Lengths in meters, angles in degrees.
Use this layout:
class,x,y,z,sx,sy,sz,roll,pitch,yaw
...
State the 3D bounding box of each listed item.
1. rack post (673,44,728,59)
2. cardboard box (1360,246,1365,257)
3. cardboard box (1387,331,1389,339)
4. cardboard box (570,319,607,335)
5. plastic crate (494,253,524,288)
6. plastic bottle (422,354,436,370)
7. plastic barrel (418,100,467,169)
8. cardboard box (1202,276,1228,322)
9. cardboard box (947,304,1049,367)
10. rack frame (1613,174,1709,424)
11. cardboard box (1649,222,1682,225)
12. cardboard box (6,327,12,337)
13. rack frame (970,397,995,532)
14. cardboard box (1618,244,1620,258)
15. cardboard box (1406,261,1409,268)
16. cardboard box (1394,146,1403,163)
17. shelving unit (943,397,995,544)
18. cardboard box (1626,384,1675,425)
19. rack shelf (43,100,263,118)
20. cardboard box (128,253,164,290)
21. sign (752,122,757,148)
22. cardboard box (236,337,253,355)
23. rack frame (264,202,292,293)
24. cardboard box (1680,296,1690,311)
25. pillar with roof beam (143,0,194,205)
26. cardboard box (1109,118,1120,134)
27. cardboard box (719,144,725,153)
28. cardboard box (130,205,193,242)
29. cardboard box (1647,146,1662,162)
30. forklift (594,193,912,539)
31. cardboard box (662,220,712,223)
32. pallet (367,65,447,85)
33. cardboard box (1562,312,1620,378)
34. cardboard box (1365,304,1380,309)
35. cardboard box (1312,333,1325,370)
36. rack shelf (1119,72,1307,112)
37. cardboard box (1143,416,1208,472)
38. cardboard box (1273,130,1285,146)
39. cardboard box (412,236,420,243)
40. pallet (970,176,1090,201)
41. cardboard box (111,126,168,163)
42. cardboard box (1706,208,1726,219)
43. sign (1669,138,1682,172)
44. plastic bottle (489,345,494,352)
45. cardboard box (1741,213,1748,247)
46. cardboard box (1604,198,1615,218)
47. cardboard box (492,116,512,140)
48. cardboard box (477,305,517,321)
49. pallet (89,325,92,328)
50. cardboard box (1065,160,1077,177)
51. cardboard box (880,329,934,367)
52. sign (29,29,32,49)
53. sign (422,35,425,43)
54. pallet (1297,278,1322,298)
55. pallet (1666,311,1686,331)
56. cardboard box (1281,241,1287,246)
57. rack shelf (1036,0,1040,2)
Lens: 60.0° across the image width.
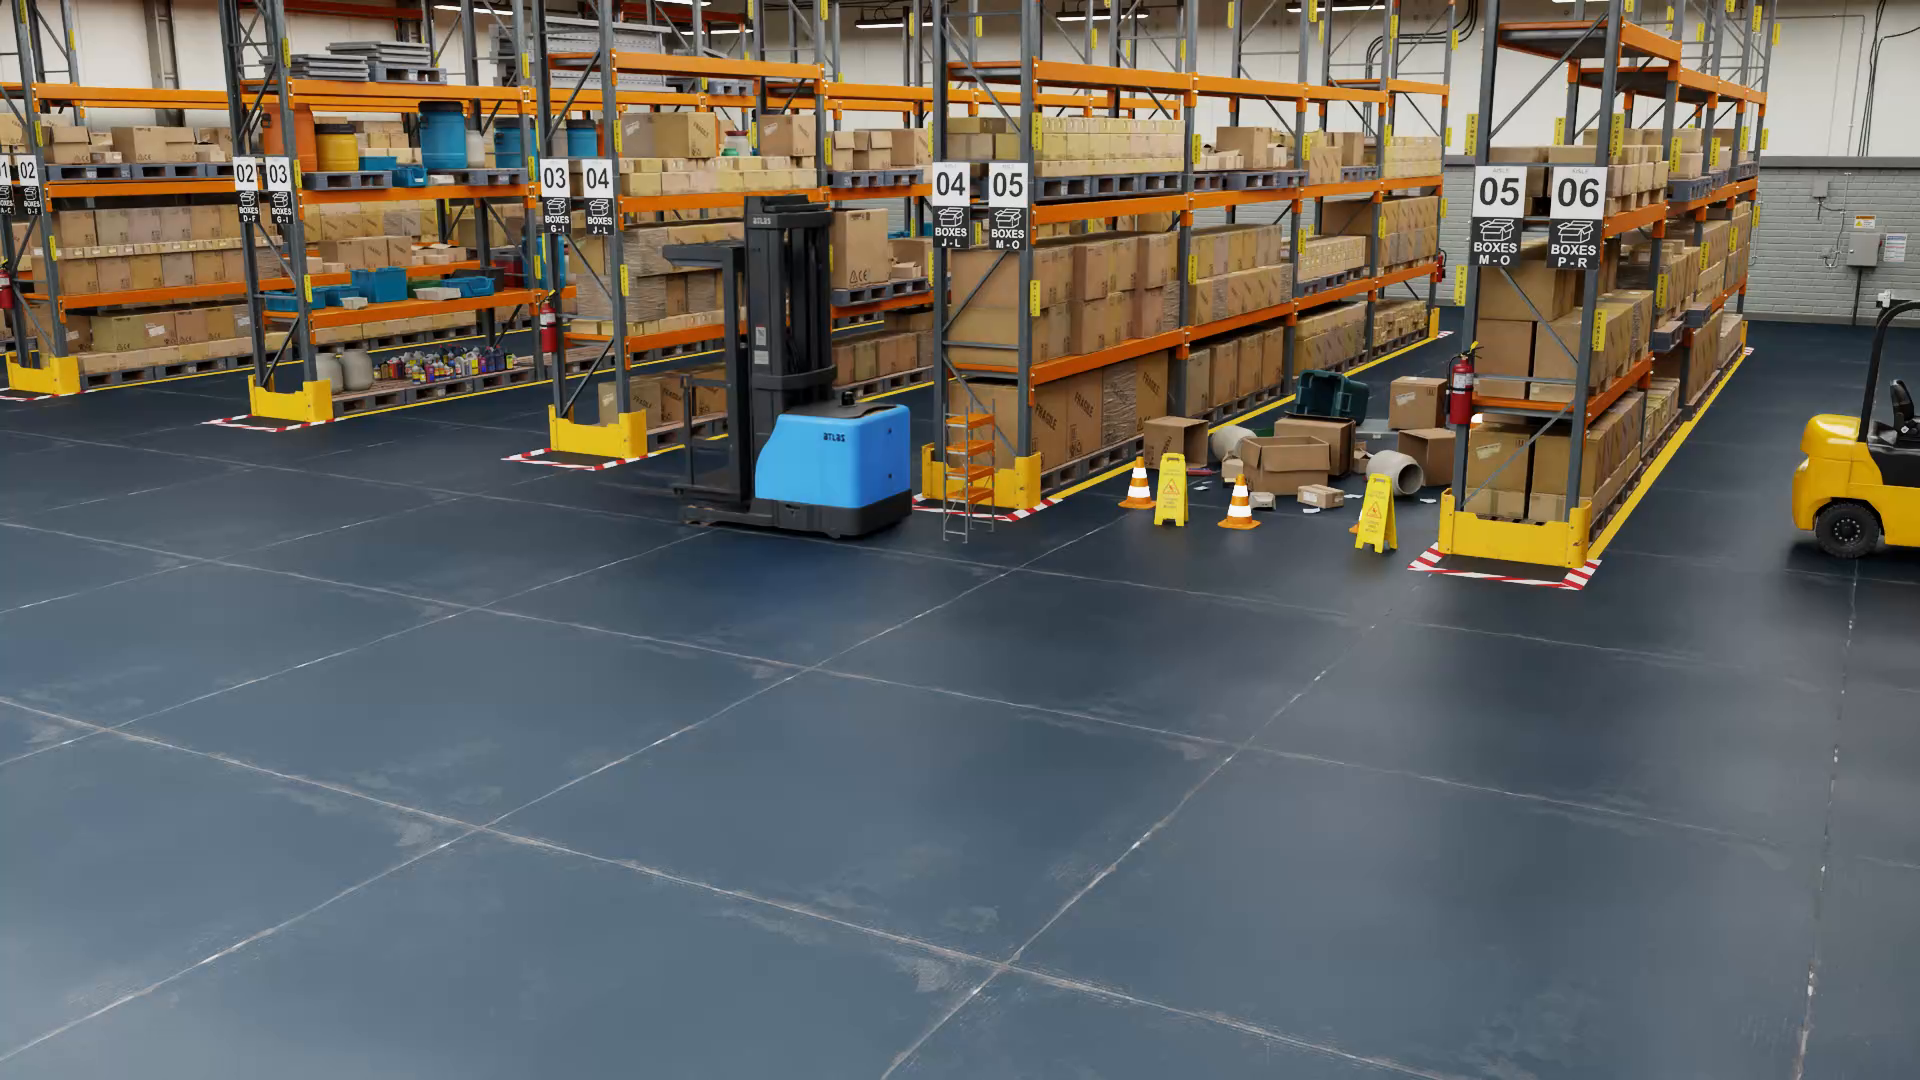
class,x,y,z,sx,sy,sz,roll,pitch,yaw
rack post,-4.258,-7.970,27.292,0.624,0.289,0.986,7,15,28
cardboard box,5.994,-4.431,25.520,0.380,0.149,0.250,8,16,30
cardboard box,6.853,-3.394,27.397,0.380,0.149,0.250,7,15,26
cardboard box,-4.123,-2.389,18.580,0.380,0.149,0.250,7,15,28
plastic crate,-6.516,-3.976,24.491,0.402,0.464,0.583,7,15,28
plastic bottle,-7.391,-2.445,23.148,0.152,0.276,0.135,7,15,28
plastic barrel,-7.057,-5.525,22.686,0.600,0.901,0.708,7,15,28
cardboard box,2.880,-2.897,19.937,0.500,0.500,0.500,8,15,28
cardboard box,0.352,-2.001,16.113,0.875,0.550,0.550,7,15,28
rack frame,8.462,-2.948,20.362,1.000,3.000,0.127,7,15,28
cardboard box,9.465,-4.036,22.526,0.500,0.500,0.500,7,15,27
cardboard box,-15.946,-3.436,27.529,0.380,0.149,0.250,6,15,24
rack frame,0.198,-0.667,14.741,0.240,1.200,0.015,7,15,28
cardboard box,6.876,-3.103,17.877,0.380,0.149,0.250,7,15,26
cardboard box,7.337,-4.654,27.974,0.380,0.149,0.250,7,15,26
cardboard box,6.702,-6.110,26.332,0.500,0.250,0.500,7,15,28
shelving unit,0.080,-0.617,14.534,0.258,1.200,0.503,7,15,28
cardboard box,7.831,-1.608,19.513,0.950,0.372,0.625,7,15,27
rack shelf,-14.188,-7.716,29.729,1.077,0.370,4.000,7,15,28
cardboard box,-12.019,-3.905,24.118,0.700,0.500,0.500,7,15,28
sign,-2.634,-5.213,21.414,0.100,0.325,0.005,7,15,28
cardboard box,-11.100,-3.019,25.628,0.500,0.250,0.500,7,15,28
rack frame,-13.221,-5.754,32.003,1.000,3.000,0.127,7,15,28
cardboard box,8.111,-2.707,19.003,0.380,0.149,0.250,8,16,29
pillar with roof beam,-10.838,-8.014,28.576,9.100,9.000,0.400,7,15,28
cardboard box,1.392,-4.169,16.751,0.380,0.149,0.250,8,16,29
cardboard box,-5.282,-8.227,35.110,0.500,0.250,0.500,7,15,28
cardboard box,-11.754,-4.652,24.448,0.700,0.500,0.500,7,15,28
cardboard box,6.293,-3.588,15.451,0.380,0.149,0.250,8,16,30
forklift,-1.988,-1.655,15.145,3.031,2.935,1.130,7,15,26
cardboard box,-3.301,-3.557,19.905,0.500,0.500,0.500,7,15,28
pallet,-7.445,-6.018,21.552,1.003,0.211,1.213,7,15,28
cardboard box,5.314,-1.672,14.222,0.500,0.500,0.500,8,16,30
cardboard box,6.945,-3.944,28.412,0.380,0.149,0.250,8,16,30
cardboard box,4.885,-2.697,23.757,0.500,0.500,0.500,8,15,29
rack shelf,3.113,-5.450,20.328,1.077,0.370,4.000,7,15,28
cardboard box,2.294,-1.019,17.687,0.500,0.500,0.500,11,17,38
cardboard box,4.283,-5.586,23.059,0.396,0.266,0.258,7,15,28
cardboard box,-11.469,-6.259,34.588,0.380,0.149,0.250,8,16,30
pallet,0.562,-3.415,16.089,1.003,0.211,1.213,7,15,28
cardboard box,-11.708,-5.641,23.726,0.500,0.500,0.500,7,15,28
cardboard box,10.776,-4.654,23.707,0.380,0.149,0.250,7,15,27
sign,7.007,-3.777,16.297,0.100,0.325,0.005,7,15,28
plastic bottle,-6.668,-2.589,23.586,0.144,0.351,0.185,7,15,28
cardboard box,11.836,-4.786,25.641,0.500,0.500,0.500,7,15,28
cardboard box,5.039,-2.674,13.361,0.380,0.149,0.250,7,15,28
cardboard box,-8.420,-7.380,30.000,0.500,0.500,0.500,7,15,28
cardboard box,-8.413,-4.254,30.172,0.500,0.500,0.500,8,16,30
pallet,-14.780,-3.738,29.589,1.003,0.211,1.213,7,15,28
cardboard box,0.903,-3.573,15.982,0.380,0.149,0.250,7,15,28
cardboard box,-0.776,-2.815,24.203,0.700,0.500,0.500,6,15,23
sign,-15.644,-8.443,28.023,0.100,0.325,0.005,7,15,28
sign,-9.363,-8.662,29.103,0.100,0.325,0.005,7,15,28
pallet,4.331,-3.553,23.281,1.213,0.211,1.003,7,15,28
pallet,7.541,-2.444,18.680,1.003,0.211,1.213,7,15,28
cardboard box,4.543,-4.277,24.244,0.380,0.149,0.250,8,16,31
rack shelf,0.754,-8.664,25.713,1.077,0.370,4.000,7,15,28
